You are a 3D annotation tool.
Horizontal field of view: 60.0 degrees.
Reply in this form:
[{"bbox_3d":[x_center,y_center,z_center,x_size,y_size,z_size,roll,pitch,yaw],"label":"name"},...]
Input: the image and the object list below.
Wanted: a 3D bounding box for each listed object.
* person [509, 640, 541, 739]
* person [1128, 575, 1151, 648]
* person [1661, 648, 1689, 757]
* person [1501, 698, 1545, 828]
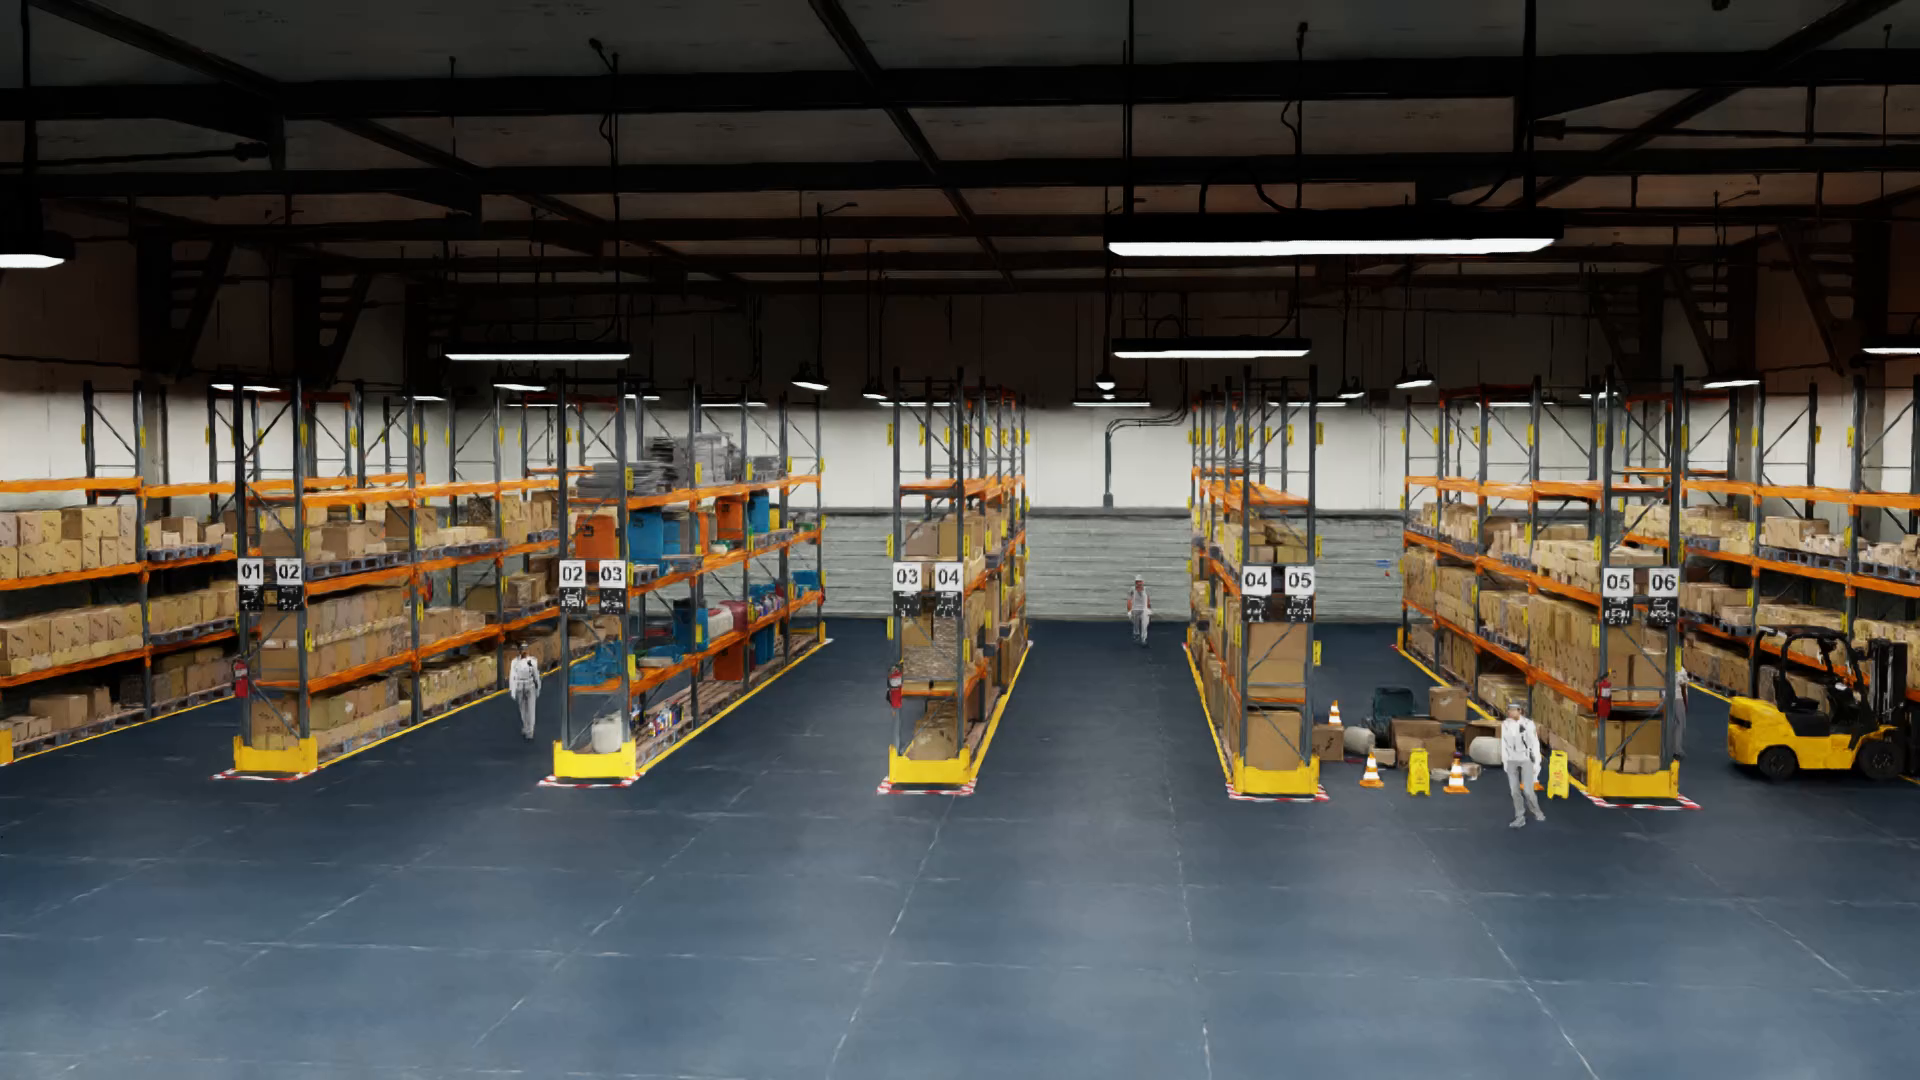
[{"bbox_3d":[-7.231,2.459,27.601,0.483,1.621,0.978,0,4,-3],"label":"person"},{"bbox_3d":[4.264,1.676,39.576,0.553,1.706,1.123,0,4,8],"label":"person"},{"bbox_3d":[11.297,2.563,26.244,0.372,1.737,0.526,-1,4,-21],"label":"person"},{"bbox_3d":[7.225,2.845,21.364,0.533,1.672,0.509,3,5,43],"label":"person"}]
